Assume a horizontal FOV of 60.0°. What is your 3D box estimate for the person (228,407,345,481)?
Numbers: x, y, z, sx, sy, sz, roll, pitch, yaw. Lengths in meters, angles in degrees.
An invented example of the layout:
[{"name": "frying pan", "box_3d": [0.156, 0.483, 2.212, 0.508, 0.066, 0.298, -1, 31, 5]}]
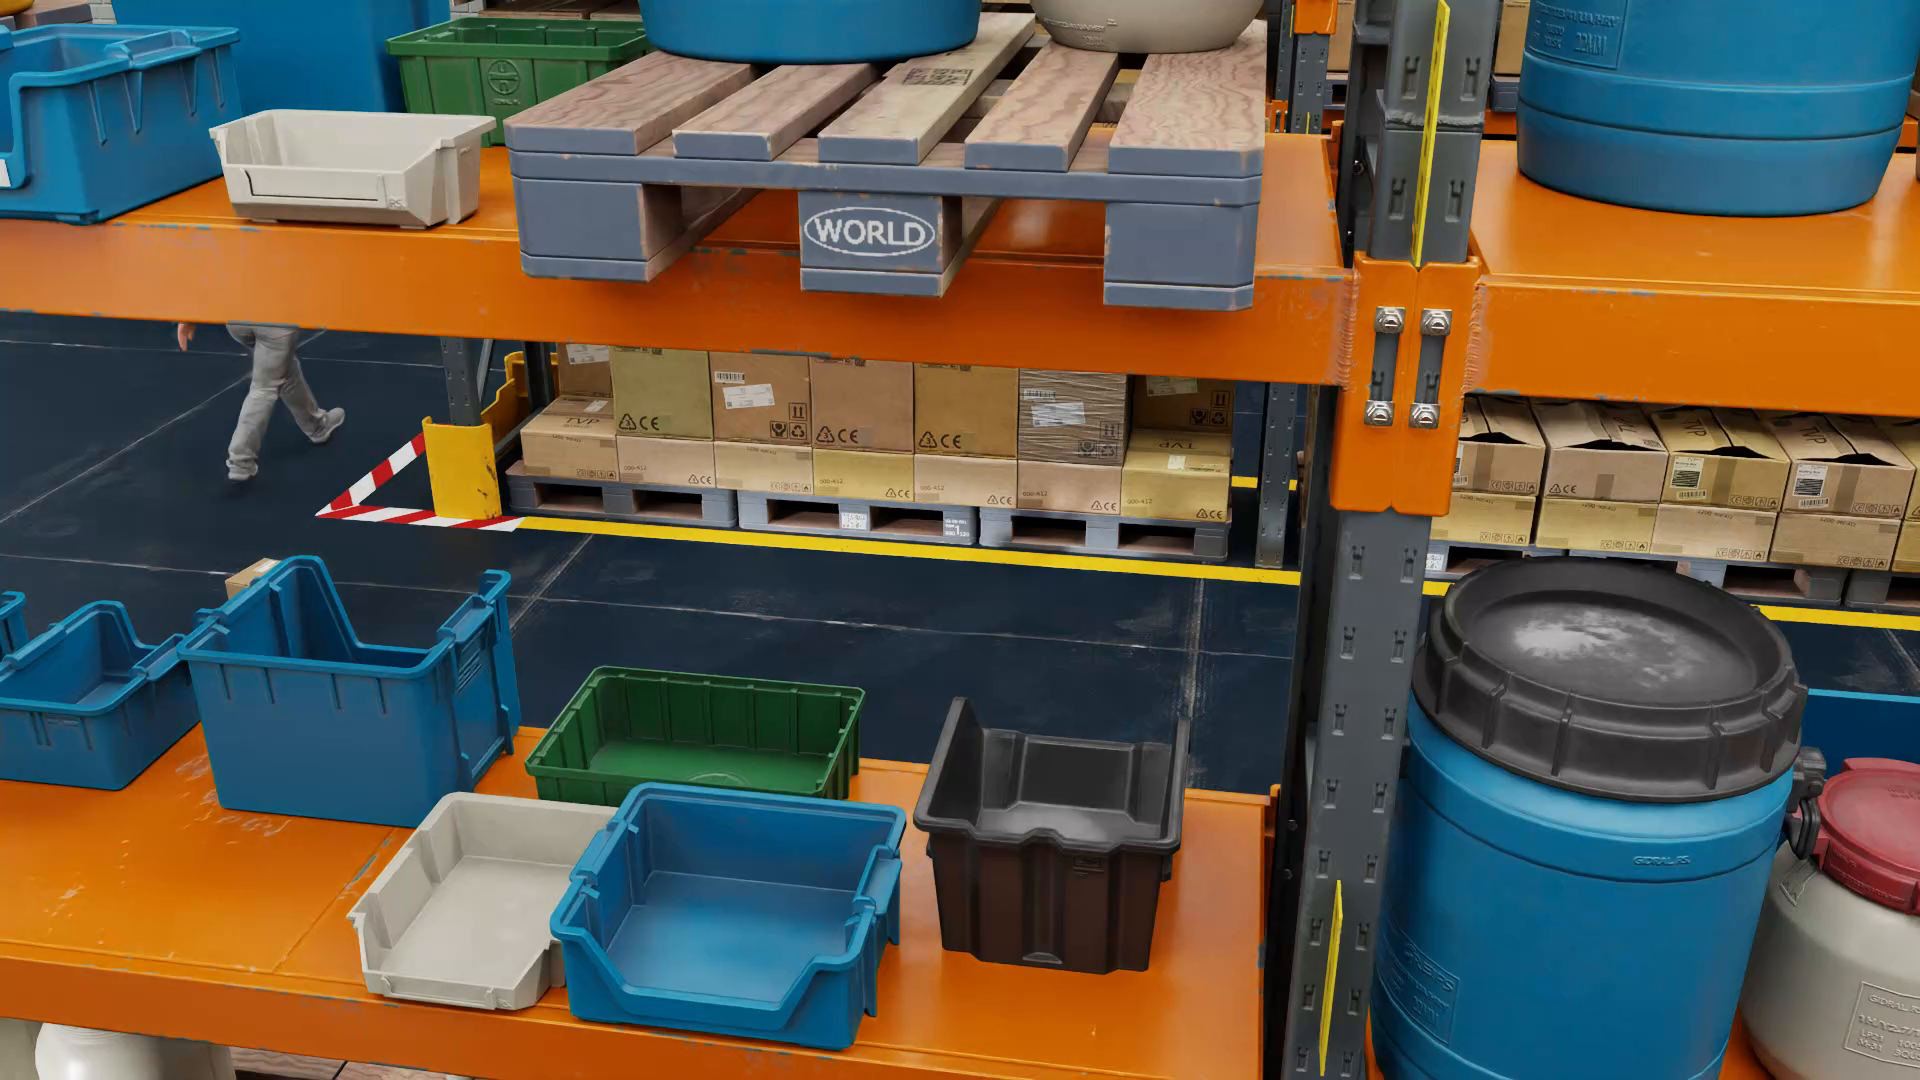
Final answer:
[{"name": "person", "box_3d": [-3.648, -1.219, 8.751, 0.450, 1.712, 1.048, 3, 25, 7]}]
